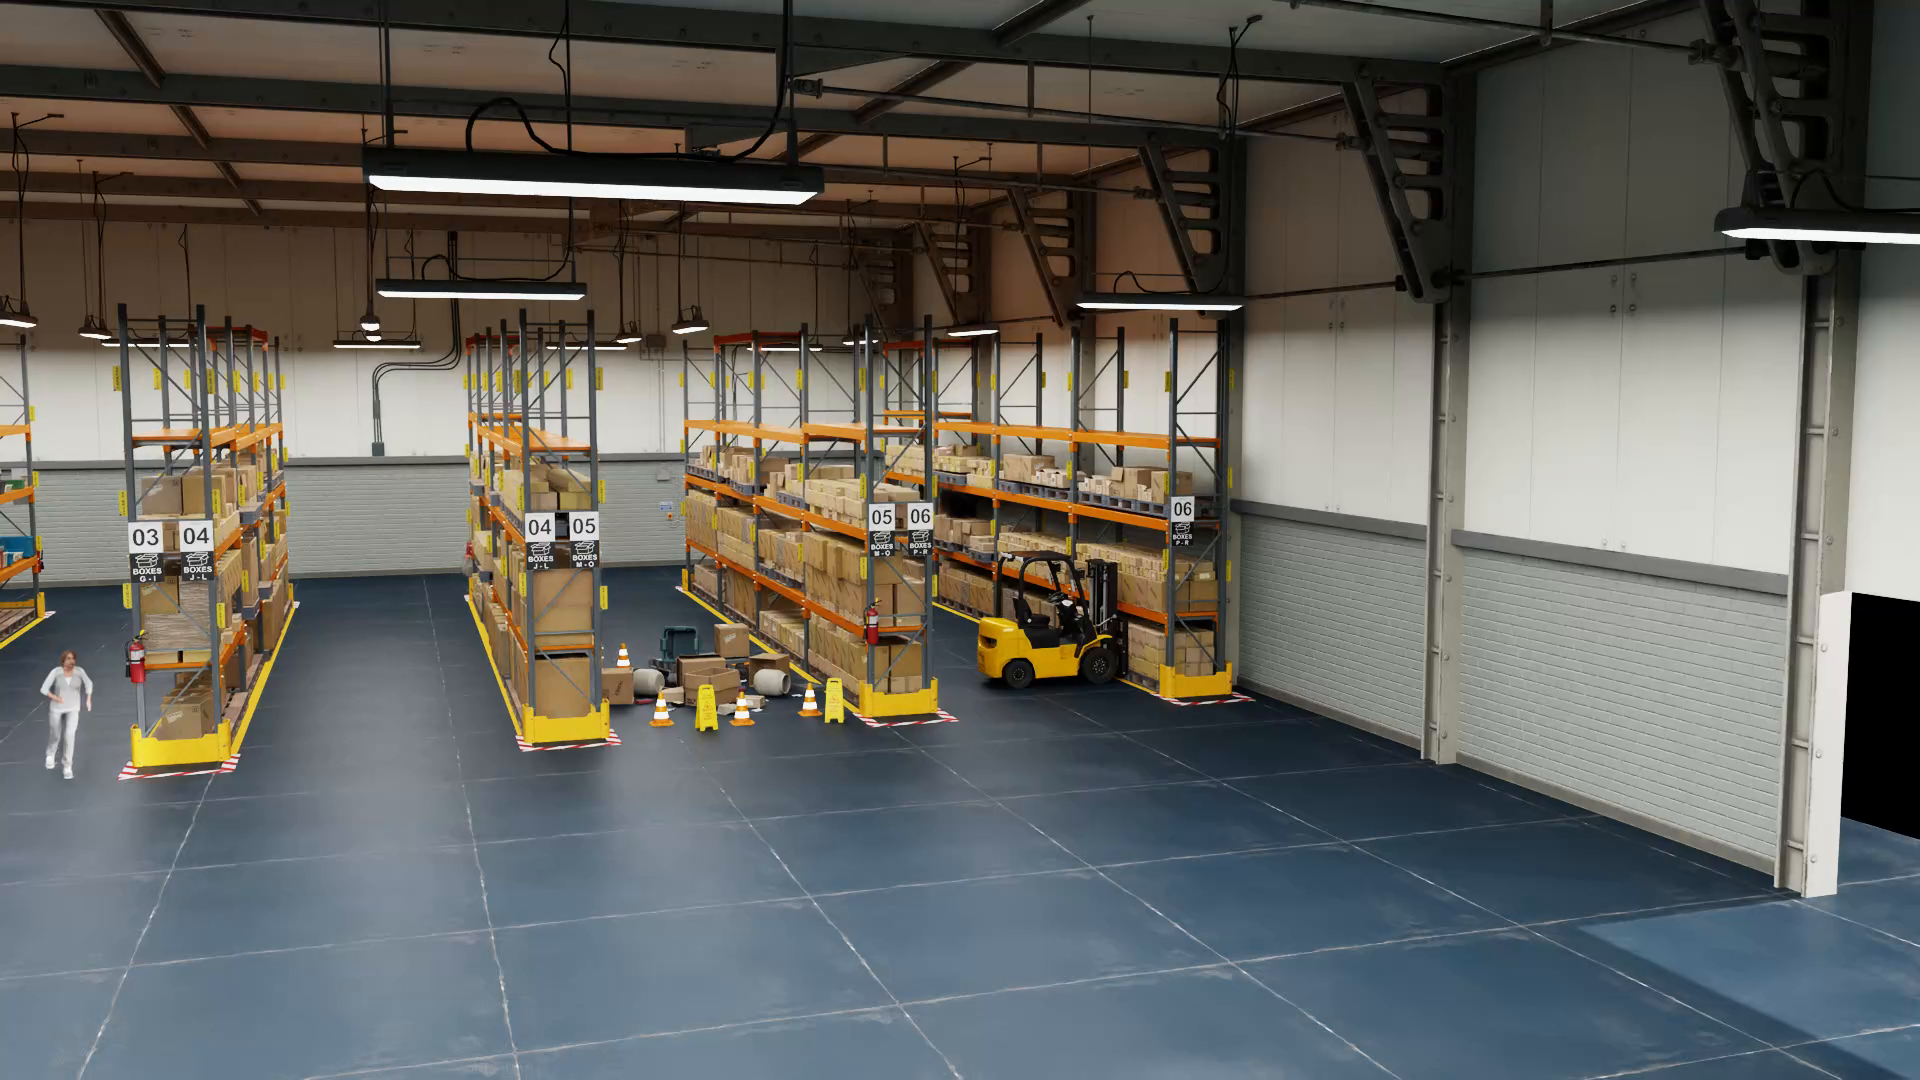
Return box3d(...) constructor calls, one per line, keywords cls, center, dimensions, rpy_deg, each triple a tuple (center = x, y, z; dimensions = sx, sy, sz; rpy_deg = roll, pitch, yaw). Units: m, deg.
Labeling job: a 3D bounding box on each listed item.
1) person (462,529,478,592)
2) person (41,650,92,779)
box3d(cls="person", center=(-11.568, 0.447, 39.486), dimensions=(0.554, 1.619, 0.881), rpy_deg=(-3, 6, -33))
box3d(cls="person", center=(-11.408, 2.191, 21.272), dimensions=(0.596, 1.593, 0.834), rpy_deg=(-4, 6, -33))
